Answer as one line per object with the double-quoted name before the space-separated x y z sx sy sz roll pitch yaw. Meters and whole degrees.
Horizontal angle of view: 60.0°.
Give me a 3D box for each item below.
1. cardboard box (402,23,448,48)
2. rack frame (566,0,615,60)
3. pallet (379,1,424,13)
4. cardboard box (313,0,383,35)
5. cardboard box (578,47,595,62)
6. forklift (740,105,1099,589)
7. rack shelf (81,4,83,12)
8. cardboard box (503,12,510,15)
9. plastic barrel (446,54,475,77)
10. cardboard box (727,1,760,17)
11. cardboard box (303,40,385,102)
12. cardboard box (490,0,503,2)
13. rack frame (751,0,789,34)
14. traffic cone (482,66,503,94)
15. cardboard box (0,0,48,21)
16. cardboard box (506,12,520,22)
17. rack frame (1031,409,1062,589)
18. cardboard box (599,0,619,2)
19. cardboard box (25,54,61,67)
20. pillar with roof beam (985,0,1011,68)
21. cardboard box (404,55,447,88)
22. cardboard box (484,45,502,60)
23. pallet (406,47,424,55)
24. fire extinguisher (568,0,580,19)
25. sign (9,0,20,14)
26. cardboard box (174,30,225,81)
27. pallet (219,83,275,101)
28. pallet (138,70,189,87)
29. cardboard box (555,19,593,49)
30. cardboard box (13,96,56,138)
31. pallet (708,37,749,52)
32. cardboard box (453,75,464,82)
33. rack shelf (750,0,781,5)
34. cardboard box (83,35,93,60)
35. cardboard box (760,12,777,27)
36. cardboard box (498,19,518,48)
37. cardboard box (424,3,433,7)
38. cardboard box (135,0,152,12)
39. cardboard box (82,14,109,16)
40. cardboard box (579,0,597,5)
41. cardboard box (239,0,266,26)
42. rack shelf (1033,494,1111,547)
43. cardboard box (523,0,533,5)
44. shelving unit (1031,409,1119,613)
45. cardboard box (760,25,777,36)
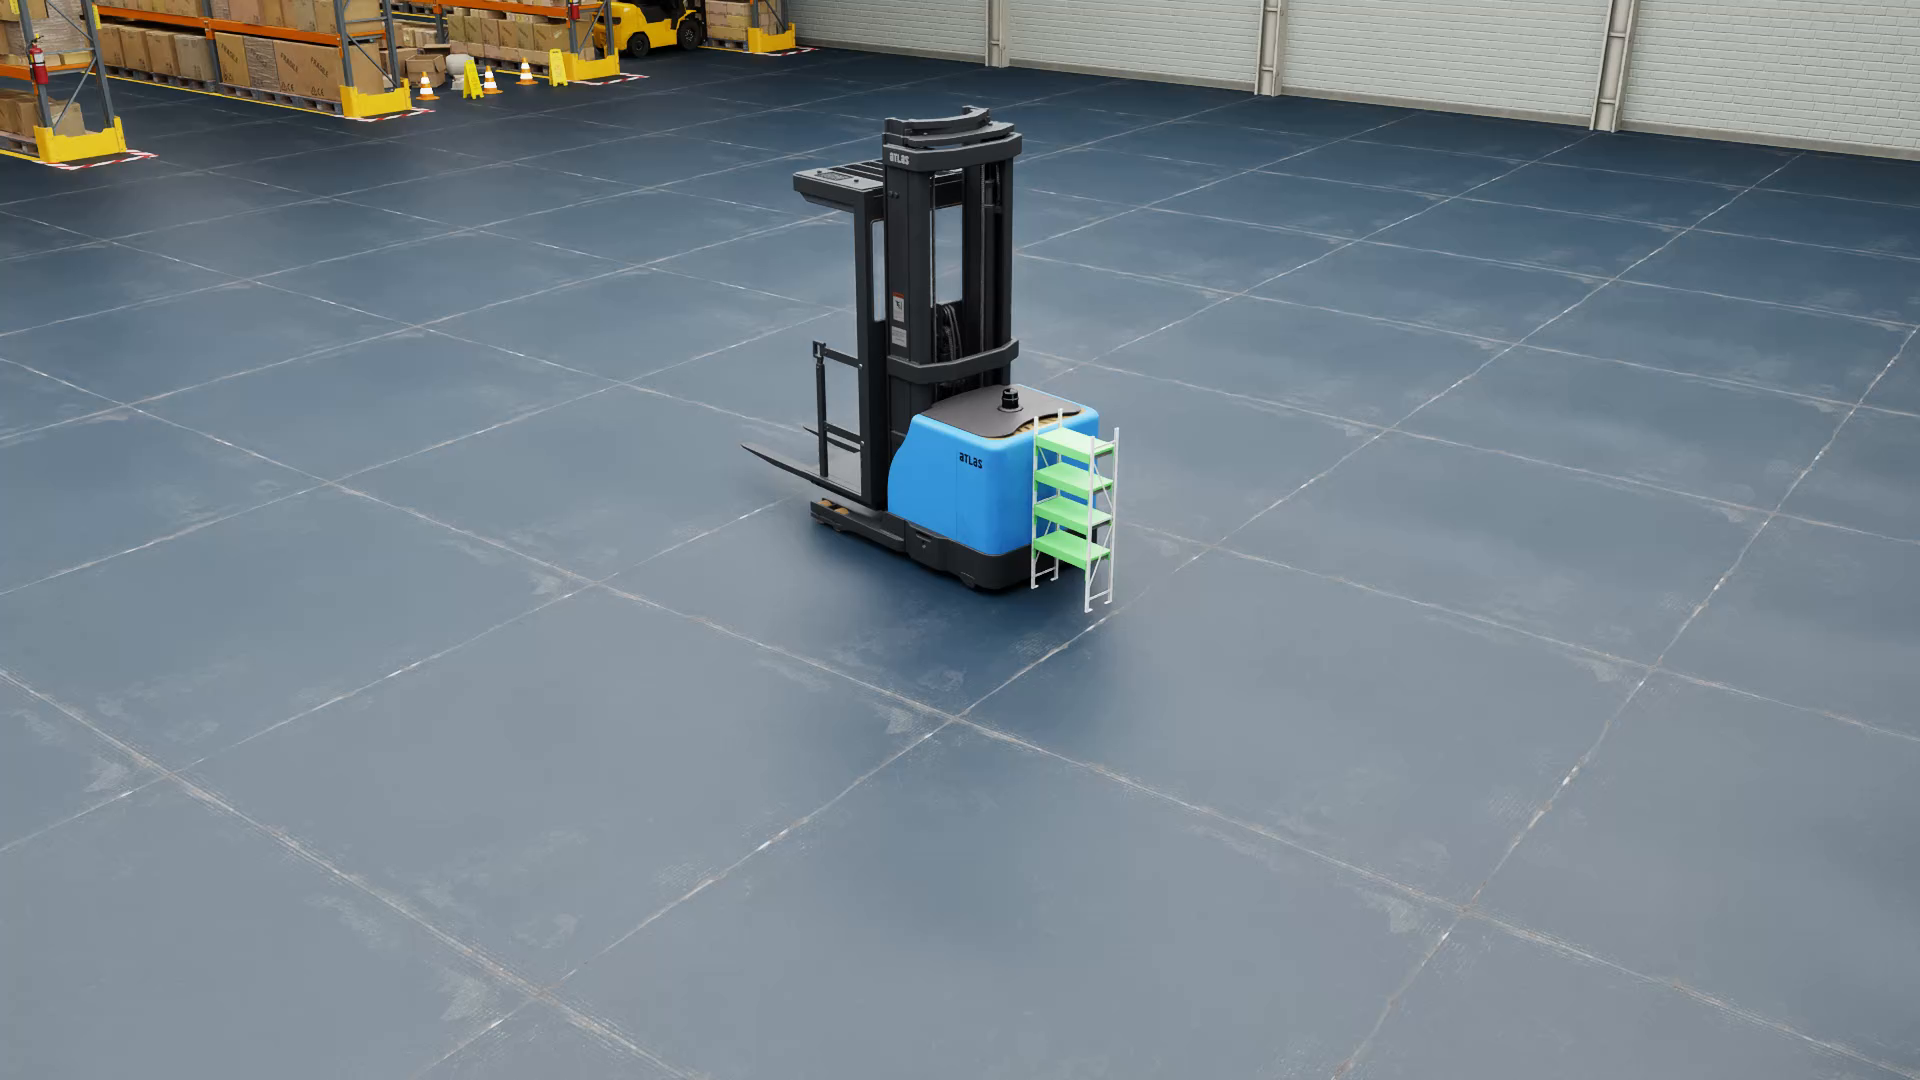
"cardboard box" -11.202 -10.512 34.626 0.625 0.372 0.950 19 30 36
"rack frame" -7.003 -10.256 31.307 0.127 3.000 1.000 17 29 33
"pallet" -14.180 -13.651 42.470 1.213 0.211 1.003 17 29 33
"cardboard box" -10.215 -8.778 27.768 0.550 0.550 0.875 17 29 33
"cardboard box" -7.483 -9.474 32.422 0.500 0.250 0.500 17 29 33
"forklift" -0.429 -1.527 11.582 1.130 2.935 3.031 -21 31 -39
"rack shelf" -17.893 -10.724 33.261 4.000 0.370 1.077 17 29 33
"cardboard box" -9.161 -10.322 33.415 0.500 0.500 0.500 17 29 34
"plastic barrel" -9.564 -9.088 31.852 0.512 0.421 0.421 -5 24 -12
"cardboard box" -4.585 -11.261 35.237 0.500 0.250 0.500 18 29 35
"cardboard box" -10.473 -7.997 28.295 0.875 0.875 0.875 17 29 34
"cardboard box" -8.908 -10.565 32.319 0.250 0.149 0.380 17 29 33
"rack frame" -4.029 -11.859 34.944 0.127 3.000 1.000 17 29 33
"traffic cone" -8.514 -8.343 30.111 0.334 0.463 0.336 17 29 33
"cardboard box" -13.535 -7.752 23.890 0.500 0.500 0.500 17 29 33
"cardboard box" -8.544 -10.133 32.182 0.250 0.149 0.380 18 30 35
"rack frame" 0.564 -0.260 10.852 0.240 1.200 0.015 -21 31 -39
"cardboard box" -7.654 -12.054 37.812 0.625 0.625 0.875 18 30 36
"cardboard box" -13.298 -6.946 24.107 0.250 0.149 0.380 17 29 33
"pillar with roof beam" -1.826 -12.223 28.331 0.400 9.000 9.100 17 29 33
"cardboard box" -9.927 -8.722 30.921 0.637 0.503 0.797 -1 24 -3
"cardboard box" -9.034 -9.675 32.877 0.500 0.250 0.500 16 29 33
"pallet" -10.828 -10.135 34.491 1.213 0.211 1.003 17 29 33
"fire extinguisher" -7.188 -10.044 30.923 0.183 0.674 0.296 17 29 33
"sign" -13.295 -7.559 23.358 0.005 0.325 0.100 17 29 33
"cardboard box" -13.642 -8.886 30.466 0.750 0.750 1.050 17 29 33
"pallet" -12.530 -8.117 29.910 1.213 0.211 1.003 17 29 33
"pallet" -14.735 -8.783 31.422 1.213 0.211 1.003 17 29 33
"cardboard box" -7.502 -9.823 32.284 0.500 0.500 0.500 16 28 32
"cardboard box" -13.935 -6.397 25.128 0.500 0.500 0.500 -17 29 -34
"pallet" -4.666 -10.754 35.896 1.213 0.211 1.003 17 29 33
"cardboard box" -9.263 -8.617 31.122 0.380 0.149 0.250 -10 26 -21
"rack shelf" -5.629 -12.013 36.187 4.000 0.370 1.077 17 29 33
"cardboard box" -16.976 -9.692 32.607 0.500 0.500 0.500 17 29 33
"cardboard box" -4.281 -11.202 35.723 0.500 0.250 0.500 17 29 34
"cardboard box" -8.620 -9.892 32.441 0.500 0.500 0.500 16 28 32
"cardboard box" -12.947 -13.494 41.234 0.500 0.500 0.500 16 29 33
"cardboard box" -14.886 -10.054 30.725 0.500 0.500 0.500 16 29 33
"cardboard box" -17.105 -10.328 33.120 0.500 0.250 0.500 16 29 33
"cardboard box" -7.151 -10.290 31.696 0.250 0.149 0.380 17 29 33
"cardboard box" -11.974 -9.291 28.931 0.550 0.550 0.875 17 29 33
"rack shelf" 0.730 -0.130 10.715 0.258 0.148 0.480 -21 31 -39
"cardboard box" -8.116 -10.310 31.740 0.250 0.149 0.380 17 29 34
"shelving unit" 0.730 -0.188 10.689 0.258 1.200 0.503 -21 31 -39
"cardboard box" -4.305 -10.974 35.827 0.500 0.250 0.500 17 29 34
